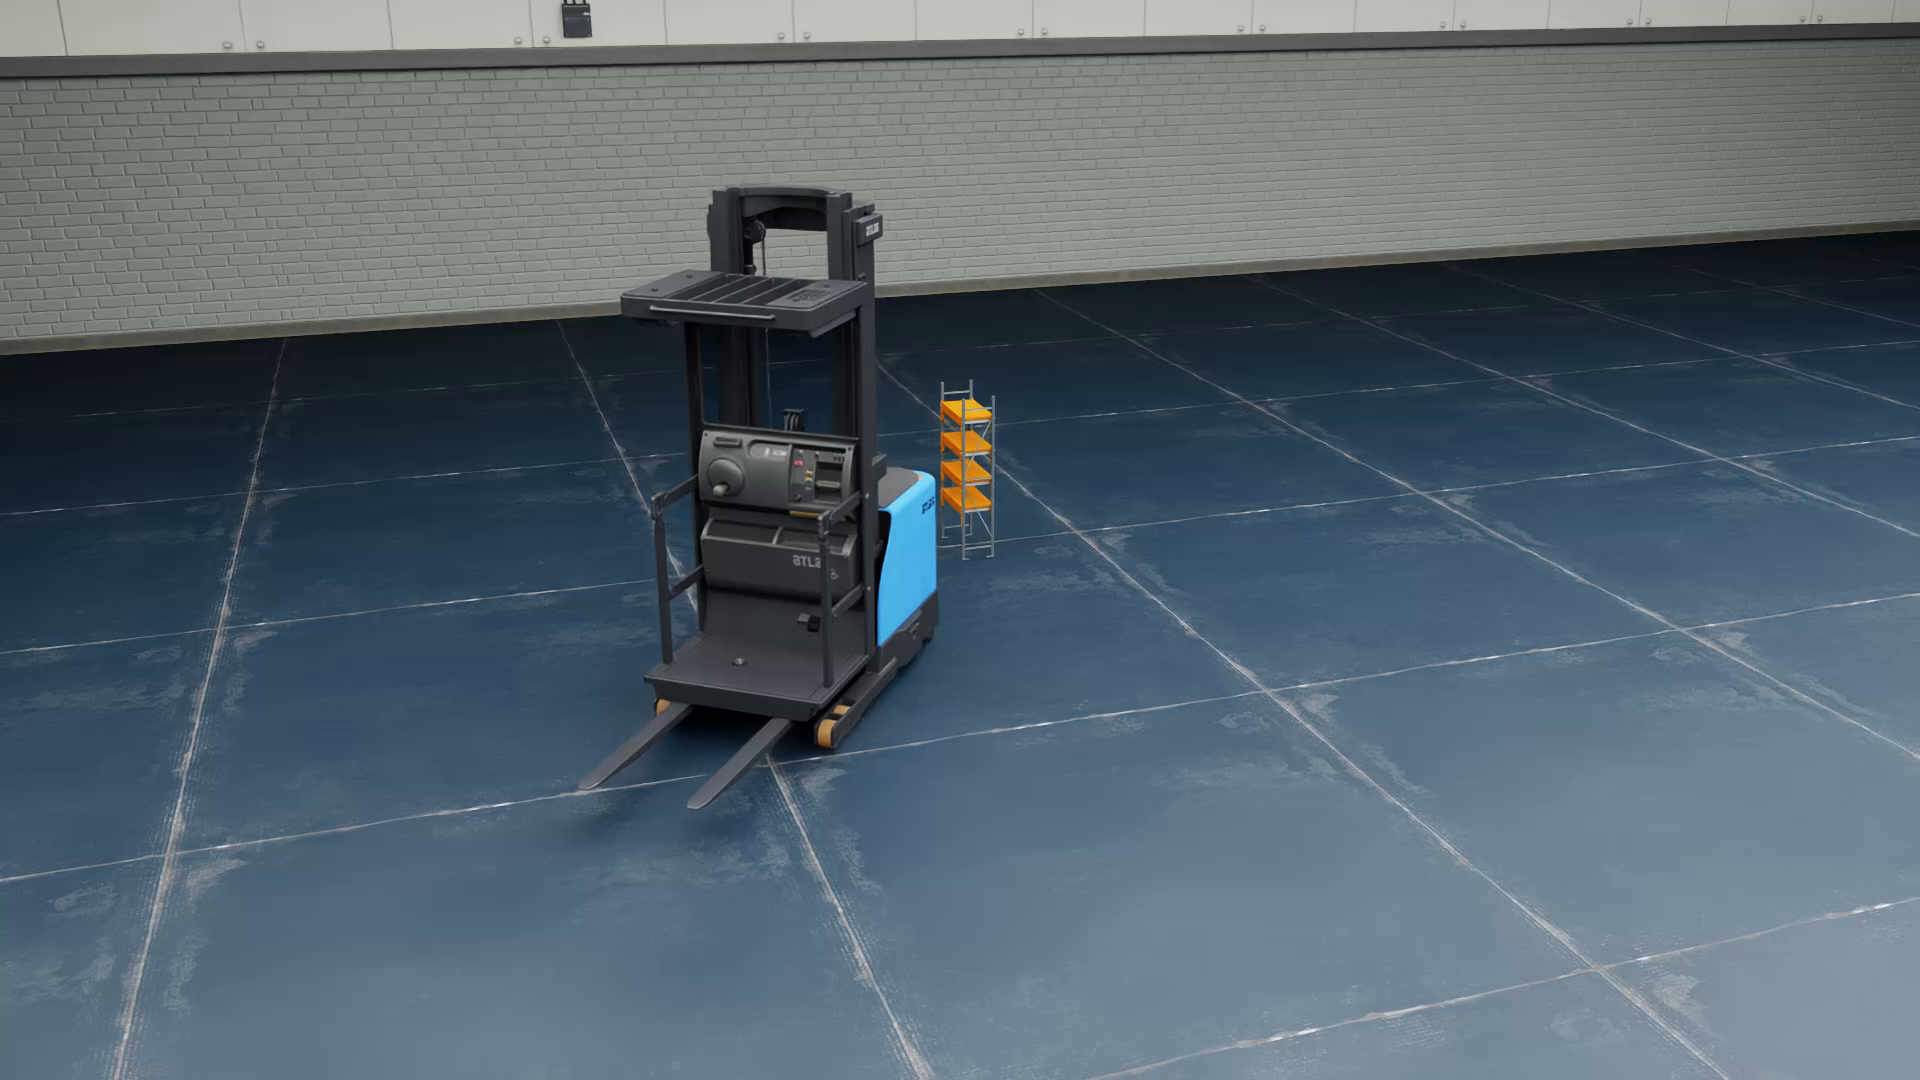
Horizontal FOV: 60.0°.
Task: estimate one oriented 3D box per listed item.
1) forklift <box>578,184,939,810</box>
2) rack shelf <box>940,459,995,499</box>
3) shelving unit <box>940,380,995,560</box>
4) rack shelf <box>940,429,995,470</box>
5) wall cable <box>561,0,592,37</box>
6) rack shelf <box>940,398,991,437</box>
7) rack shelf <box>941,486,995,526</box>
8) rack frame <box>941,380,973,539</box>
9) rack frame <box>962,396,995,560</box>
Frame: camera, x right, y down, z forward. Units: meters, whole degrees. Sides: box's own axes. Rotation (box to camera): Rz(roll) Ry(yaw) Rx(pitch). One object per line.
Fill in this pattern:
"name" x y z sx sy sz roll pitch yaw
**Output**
"forklift" -1.100 -0.377 9.129 1.130 2.935 3.031 7 21 18
"rack shelf" 0.052 -0.448 12.089 0.258 0.148 0.480 -6 21 -17
"shelving unit" 0.052 -0.512 12.066 0.258 1.200 0.503 -6 21 -17
"rack shelf" 0.052 -0.659 12.013 0.258 0.148 0.480 -6 21 -17
"wall cable" -3.354 -8.603 18.026 2.305 6.003 0.169 -6 21 -17
"rack shelf" 0.052 -0.881 11.933 0.258 0.148 0.480 -6 21 -17
"rack shelf" 0.052 -0.261 12.156 0.258 0.148 0.480 -6 21 -17
"rack frame" -0.025 -0.590 12.284 0.240 1.200 0.015 -6 21 -17
"rack frame" 0.129 -0.433 11.848 0.240 1.200 0.015 -6 21 -17
